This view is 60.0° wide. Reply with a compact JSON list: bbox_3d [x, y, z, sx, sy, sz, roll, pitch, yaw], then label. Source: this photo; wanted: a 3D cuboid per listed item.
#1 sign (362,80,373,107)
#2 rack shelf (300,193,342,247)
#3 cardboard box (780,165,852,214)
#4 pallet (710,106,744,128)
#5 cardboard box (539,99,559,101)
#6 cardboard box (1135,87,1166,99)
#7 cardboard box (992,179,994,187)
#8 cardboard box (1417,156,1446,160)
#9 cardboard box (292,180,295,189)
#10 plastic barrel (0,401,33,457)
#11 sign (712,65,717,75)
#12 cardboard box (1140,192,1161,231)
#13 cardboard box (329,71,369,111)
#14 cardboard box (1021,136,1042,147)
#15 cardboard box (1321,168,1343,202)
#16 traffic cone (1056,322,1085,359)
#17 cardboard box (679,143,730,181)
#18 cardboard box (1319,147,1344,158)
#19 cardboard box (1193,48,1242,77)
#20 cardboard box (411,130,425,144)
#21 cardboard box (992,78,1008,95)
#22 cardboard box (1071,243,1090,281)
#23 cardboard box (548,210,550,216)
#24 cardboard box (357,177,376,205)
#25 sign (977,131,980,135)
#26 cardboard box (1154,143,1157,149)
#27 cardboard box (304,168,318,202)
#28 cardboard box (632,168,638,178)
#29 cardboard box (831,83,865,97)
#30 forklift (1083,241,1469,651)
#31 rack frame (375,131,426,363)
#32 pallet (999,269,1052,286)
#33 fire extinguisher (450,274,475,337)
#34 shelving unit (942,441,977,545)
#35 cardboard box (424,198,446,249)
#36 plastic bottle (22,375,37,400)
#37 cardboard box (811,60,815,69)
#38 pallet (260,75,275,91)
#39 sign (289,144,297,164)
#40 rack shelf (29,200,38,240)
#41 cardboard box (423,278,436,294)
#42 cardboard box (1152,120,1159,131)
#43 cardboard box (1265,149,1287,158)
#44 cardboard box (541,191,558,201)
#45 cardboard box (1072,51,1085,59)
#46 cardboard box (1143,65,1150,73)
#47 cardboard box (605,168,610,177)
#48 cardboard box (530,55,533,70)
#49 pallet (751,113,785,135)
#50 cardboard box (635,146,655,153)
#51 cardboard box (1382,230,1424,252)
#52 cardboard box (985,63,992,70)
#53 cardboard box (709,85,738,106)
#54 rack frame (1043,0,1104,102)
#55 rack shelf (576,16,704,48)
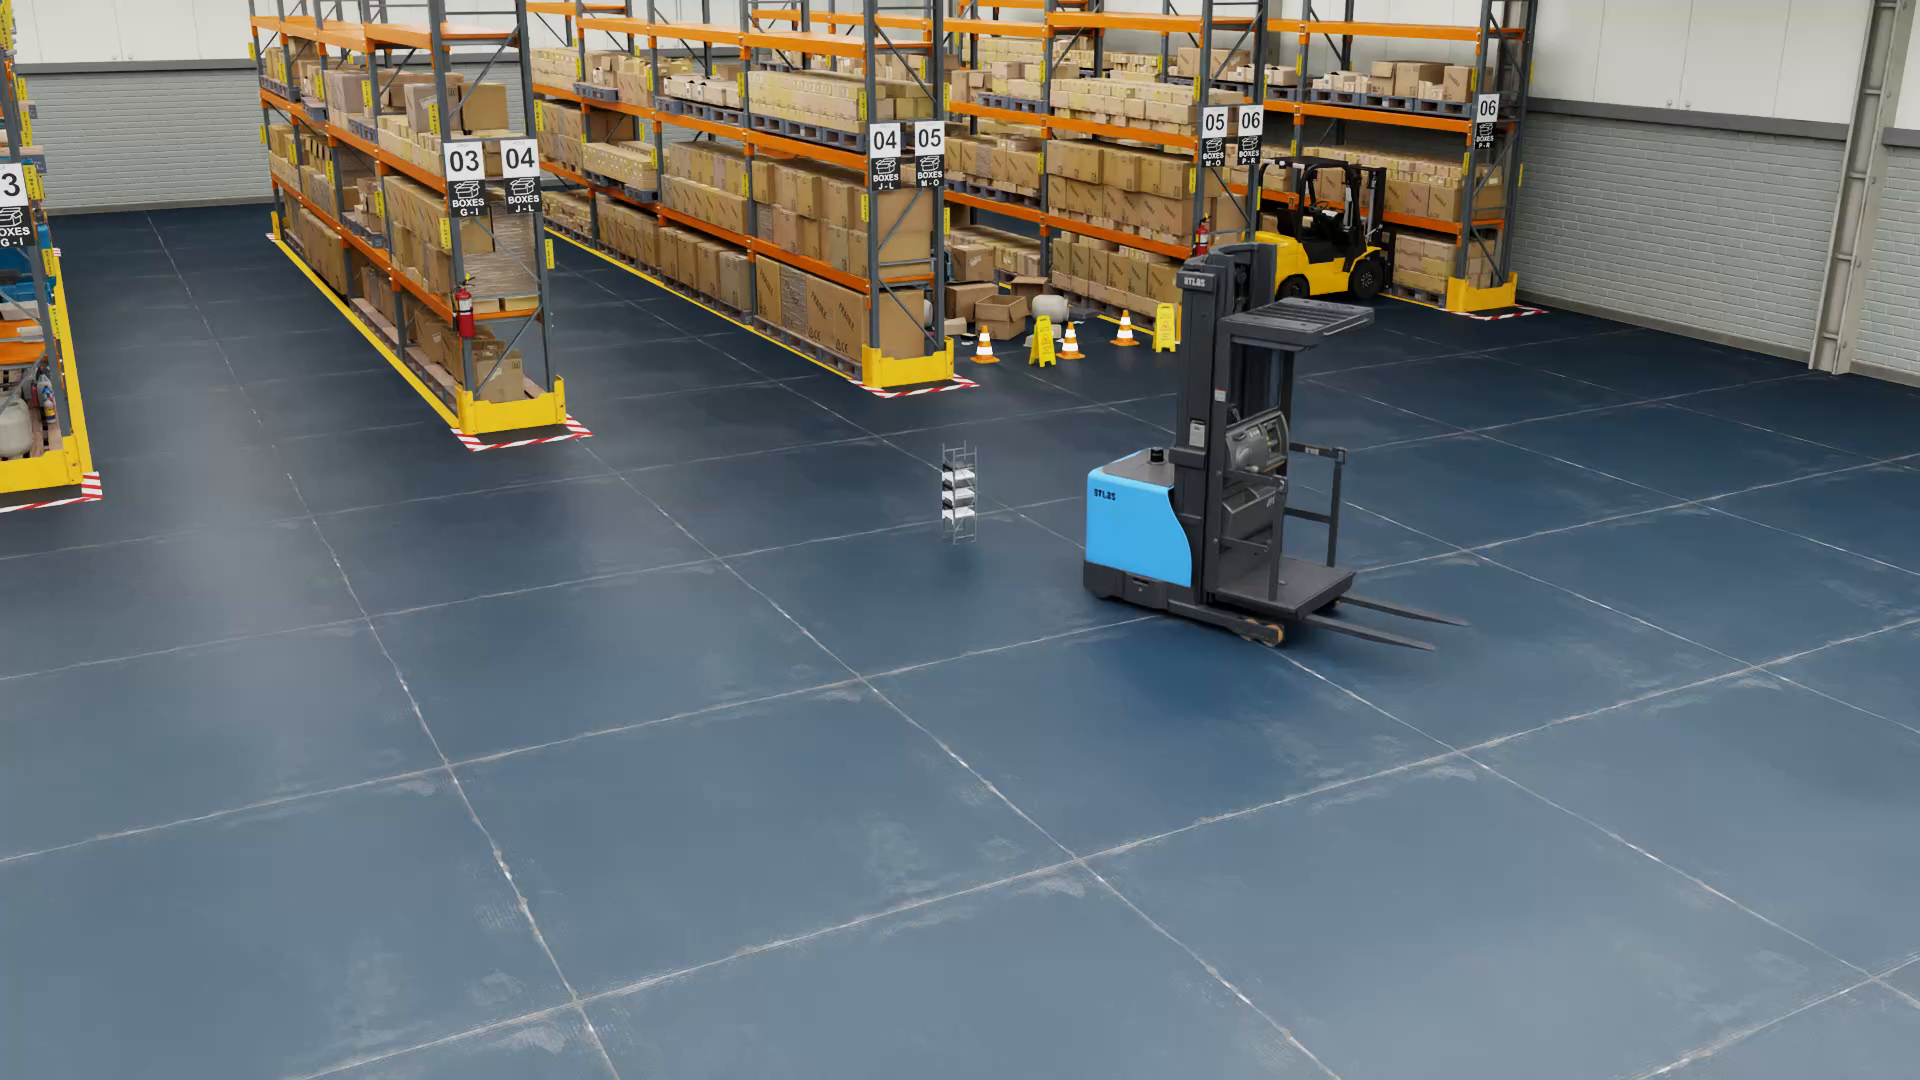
[{"bbox_3d":[-7.465,-5.618,20.939,0.100,0.325,0.005,-10,21,-27],"label":"sign"},{"bbox_3d":[-9.828,-5.239,26.937,1.077,0.370,4.000,-10,21,-27],"label":"rack shelf"},{"bbox_3d":[-1.921,-4.750,22.532,0.875,0.550,0.550,-10,21,-27],"label":"cardboard box"},{"bbox_3d":[-3.044,-6.179,24.253,0.805,0.209,1.217,-11,22,-29],"label":"pallet"},{"bbox_3d":[-8.284,-8.531,33.233,0.500,0.500,0.500,-10,21,-27],"label":"cardboard box"},{"bbox_3d":[2.710,-6.353,23.626,0.380,0.149,0.250,-11,22,-28],"label":"cardboard box"},{"bbox_3d":[0.749,-5.963,27.674,0.380,0.149,0.250,-11,22,-29],"label":"cardboard box"},{"bbox_3d":[7.516,-6.027,26.514,0.380,0.149,0.250,-11,22,-28],"label":"cardboard box"},{"bbox_3d":[-11.455,-6.219,29.059,0.380,0.149,0.250,-10,22,-28],"label":"cardboard box"},{"bbox_3d":[-9.818,-1.141,17.128,0.421,0.512,0.421,0,19,0],"label":"plastic barrel"},{"bbox_3d":[-3.972,-7.528,26.954,0.100,0.325,0.005,-10,21,-27],"label":"sign"},{"bbox_3d":[2.909,-4.689,23.631,0.500,0.500,0.500,-10,21,-27],"label":"cardboard box"},{"bbox_3d":[-8.643,-6.386,23.639,0.500,0.500,0.500,-10,21,-26],"label":"cardboard box"},{"bbox_3d":[1.224,-6.571,27.445,0.380,0.149,0.250,-9,21,-24],"label":"cardboard box"},{"bbox_3d":[6.353,-5.894,27.580,0.500,0.500,0.500,-10,21,-26],"label":"cardboard box"},{"bbox_3d":[1.488,-2.698,22.361,0.336,0.463,0.334,-10,21,-27],"label":"traffic cone"},{"bbox_3d":[-4.019,-5.989,26.321,0.700,0.500,0.500,-10,22,-27],"label":"cardboard box"},{"bbox_3d":[6.219,-6.460,27.770,0.380,0.149,0.250,-10,21,-26],"label":"cardboard box"},{"bbox_3d":[4.667,-8.646,30.159,0.700,0.500,0.500,-10,22,-28],"label":"cardboard box"},{"bbox_3d":[-6.097,-4.650,19.148,0.380,0.149,0.250,-11,22,-29],"label":"cardboard box"},{"bbox_3d":[0.861,-7.375,27.012,0.500,0.250,0.500,-10,21,-26],"label":"cardboard box"},{"bbox_3d":[2.050,-4.282,25.483,0.500,0.500,0.500,-9,21,-24],"label":"cardboard box"},{"bbox_3d":[-8.100,-6.629,33.590,0.380,0.149,0.250,-10,21,-27],"label":"cardboard box"},{"bbox_3d":[-8.586,-5.102,24.640,0.500,0.500,0.500,-13,23,-33],"label":"cardboard box"},{"bbox_3d":[0.317,-7.137,29.680,0.100,0.325,0.005,-10,21,-27],"label":"sign"},{"bbox_3d":[4.103,-7.728,32.249,0.500,0.500,0.500,-9,21,-24],"label":"cardboard box"},{"bbox_3d":[-10.539,-5.886,27.555,0.500,0.500,0.500,-10,21,-27],"label":"cardboard box"},{"bbox_3d":[-5.228,-6.112,27.650,0.380,0.149,0.250,-9,21,-25],"label":"cardboard box"},{"bbox_3d":[-1.363,-5.559,20.530,0.380,0.149,0.250,-10,21,-26],"label":"cardboard box"},{"bbox_3d":[2.501,-0.758,12.953,3.031,2.935,1.130,14,24,36],"label":"forklift"},{"bbox_3d":[-6.978,-3.857,21.829,1.000,3.000,0.127,-10,21,-27],"label":"rack frame"},{"bbox_3d":[1.372,-4.297,27.379,1.003,0.211,1.213,-10,21,-27],"label":"pallet"},{"bbox_3d":[-5.430,-2.568,18.211,0.296,0.674,0.183,-10,21,-27],"label":"fire extinguisher"},{"bbox_3d":[-0.004,-0.428,15.110,0.258,0.900,0.210,-10,21,-27],"label":"shelving unit"},{"bbox_3d":[-5.800,-3.631,19.033,0.500,0.500,0.500,-10,21,-27],"label":"cardboard box"},{"bbox_3d":[-10.805,-1.785,19.324,0.152,0.276,0.135,-10,21,-27],"label":"plastic bottle"},{"bbox_3d":[-2.766,-9.443,33.007,0.380,0.149,0.250,-9,21,-25],"label":"cardboard box"},{"bbox_3d":[-12.315,-8.466,30.724,1.003,0.211,1.213,-10,21,-27],"label":"pallet"},{"bbox_3d":[-11.265,-6.514,28.079,0.100,0.325,0.005,-10,21,-27],"label":"sign"},{"bbox_3d":[-10.388,-3.593,17.569,1.077,0.370,4.000,-10,21,-27],"label":"rack shelf"},{"bbox_3d":[-6.201,-3.054,19.887,0.380,0.149,0.250,-10,21,-27],"label":"cardboard box"},{"bbox_3d":[2.922,-5.833,23.341,0.380,0.149,0.250,-10,21,-26],"label":"cardboard box"},{"bbox_3d":[5.544,-6.729,29.004,0.380,0.149,0.250,-10,21,-27],"label":"cardboard box"},{"bbox_3d":[-8.314,-6.970,33.665,0.380,0.149,0.250,-11,22,-29],"label":"cardboard box"},{"bbox_3d":[2.485,-9.775,33.514,0.380,0.149,0.250,-10,22,-28],"label":"cardboard box"},{"bbox_3d":[3.724,-8.987,31.717,0.380,0.149,0.250,-11,22,-28],"label":"cardboard box"},{"bbox_3d":[-5.957,-6.414,28.981,0.380,0.149,0.250,-10,22,-28],"label":"cardboard box"},{"bbox_3d":[-8.279,-9.455,32.918,0.500,0.250,0.500,-10,21,-26],"label":"cardboard box"},{"bbox_3d":[-2.186,-5.736,22.811,1.003,0.211,1.213,-10,21,-27],"label":"pallet"},{"bbox_3d":[-5.514,-6.871,29.392,0.380,0.149,0.250,-11,22,-28],"label":"cardboard box"},{"bbox_3d":[7.020,-4.758,26.478,0.500,0.250,0.500,-10,21,-26],"label":"cardboard box"},{"bbox_3d":[0.771,-10.469,36.778,0.380,0.149,0.250,-10,21,-27],"label":"cardboard box"},{"bbox_3d":[-3.345,-6.509,24.350,0.500,0.250,0.500,-10,21,-27],"label":"cardboard box"},{"bbox_3d":[1.743,-8.228,25.298,1.000,3.000,0.127,-10,21,-27],"label":"rack frame"},{"bbox_3d":[-5.414,-8.625,28.166,1.077,0.370,4.000,-10,21,-27],"label":"rack shelf"}]
